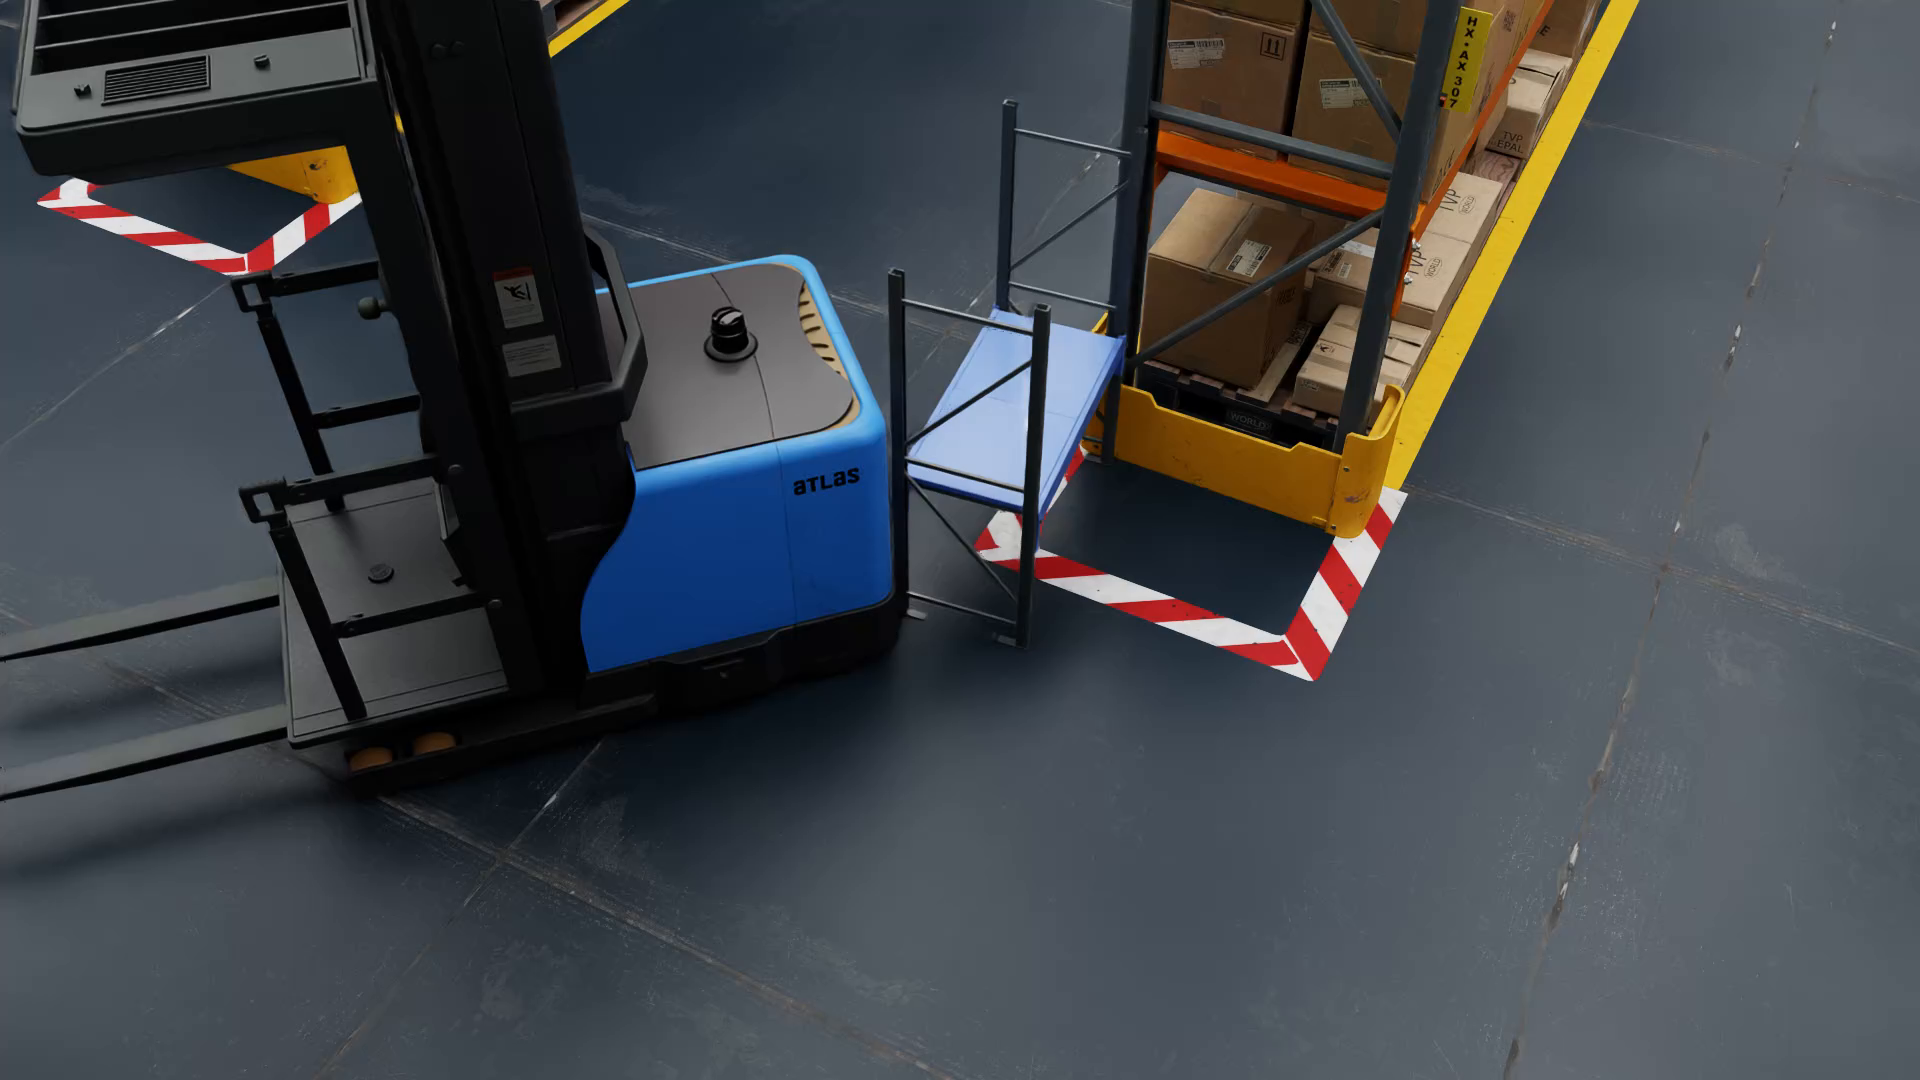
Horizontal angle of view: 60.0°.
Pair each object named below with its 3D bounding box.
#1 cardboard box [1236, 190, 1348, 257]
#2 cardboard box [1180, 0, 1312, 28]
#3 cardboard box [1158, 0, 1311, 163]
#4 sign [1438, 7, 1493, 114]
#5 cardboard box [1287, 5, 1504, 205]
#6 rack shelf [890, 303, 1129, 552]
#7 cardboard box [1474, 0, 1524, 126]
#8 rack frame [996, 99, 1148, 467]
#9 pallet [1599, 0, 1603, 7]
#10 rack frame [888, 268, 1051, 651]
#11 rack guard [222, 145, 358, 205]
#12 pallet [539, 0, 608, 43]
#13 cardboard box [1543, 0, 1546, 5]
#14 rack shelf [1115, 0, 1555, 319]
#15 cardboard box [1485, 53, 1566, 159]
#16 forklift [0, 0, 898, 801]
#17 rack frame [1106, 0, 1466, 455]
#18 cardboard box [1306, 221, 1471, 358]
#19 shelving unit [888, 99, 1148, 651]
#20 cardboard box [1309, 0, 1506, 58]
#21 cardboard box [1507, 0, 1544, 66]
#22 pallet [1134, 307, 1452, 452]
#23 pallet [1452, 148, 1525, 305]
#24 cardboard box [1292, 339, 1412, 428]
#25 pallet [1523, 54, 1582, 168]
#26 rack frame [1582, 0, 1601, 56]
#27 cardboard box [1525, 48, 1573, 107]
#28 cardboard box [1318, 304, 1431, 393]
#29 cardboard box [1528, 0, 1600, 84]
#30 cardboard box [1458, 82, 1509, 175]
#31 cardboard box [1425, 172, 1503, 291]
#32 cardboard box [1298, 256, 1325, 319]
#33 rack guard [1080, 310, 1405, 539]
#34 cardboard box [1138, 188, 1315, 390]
[{"bbox_3d":[1.517,-1.496,7.244,0.500,0.250,0.500,20,49,19],"label":"cardboard box"},{"bbox_3d":[0.978,-2.053,5.397,0.500,0.500,0.500,20,49,19],"label":"cardboard box"},{"bbox_3d":[0.982,-1.703,5.754,0.500,0.500,0.500,22,49,20],"label":"cardboard box"},{"bbox_3d":[1.496,-1.421,4.937,0.100,0.325,0.005,20,49,19],"label":"sign"},{"bbox_3d":[1.455,-1.523,5.576,0.500,0.500,0.500,21,49,20],"label":"cardboard box"},{"bbox_3d":[0.192,-0.421,5.860,0.538,0.185,1.000,15,47,14],"label":"rack shelf"},{"bbox_3d":[1.689,-1.850,5.899,0.500,0.500,0.500,20,49,19],"label":"cardboard box"},{"bbox_3d":[0.372,-0.885,6.066,0.500,1.500,0.032,15,47,14],"label":"rack frame"},{"bbox_3d":[3.216,-3.360,9.423,1.003,0.211,1.213,20,49,19],"label":"pallet"},{"bbox_3d":[0.016,-0.208,5.396,0.500,1.500,0.032,15,47,14],"label":"rack frame"},{"bbox_3d":[-3.370,-2.035,7.910,1.175,0.500,0.348,20,49,19],"label":"rack guard"},{"bbox_3d":[-2.386,-3.226,9.290,1.003,0.211,1.213,20,49,19],"label":"pallet"},{"bbox_3d":[2.158,-2.480,6.521,0.500,0.500,0.500,21,49,20],"label":"cardboard box"},{"bbox_3d":[1.943,-2.303,6.923,1.077,0.370,4.000,20,49,19],"label":"rack shelf"},{"bbox_3d":[2.510,-2.100,7.798,0.500,0.311,0.500,20,49,19],"label":"cardboard box"},{"bbox_3d":[-1.790,-0.622,4.804,3.031,2.935,1.130,-13,47,-13],"label":"forklift"},{"bbox_3d":[1.015,-1.296,5.422,1.000,3.000,0.127,20,49,19],"label":"rack frame"},{"bbox_3d":[1.751,-1.048,6.800,0.500,0.250,0.500,20,49,19],"label":"cardboard box"},{"bbox_3d":[0.194,-0.547,5.731,0.538,1.500,1.048,15,47,14],"label":"shelving unit"},{"bbox_3d":[1.455,-1.875,5.221,0.500,0.500,0.500,22,49,20],"label":"cardboard box"},{"bbox_3d":[1.925,-2.165,6.211,0.500,0.500,0.500,20,49,19],"label":"cardboard box"},{"bbox_3d":[1.420,-0.866,6.957,1.003,0.211,1.213,20,49,19],"label":"pallet"},{"bbox_3d":[1.987,-1.631,7.714,1.003,0.211,1.213,20,49,19],"label":"pallet"},{"bbox_3d":[1.514,-0.599,6.428,0.380,0.149,0.250,20,49,19],"label":"cardboard box"},{"bbox_3d":[2.552,-2.403,8.477,1.003,0.211,1.213,20,49,19],"label":"pallet"},{"bbox_3d":[2.872,-3.816,7.912,1.000,3.000,0.127,20,49,19],"label":"rack frame"},{"bbox_3d":[2.738,-2.259,8.069,0.380,0.149,0.250,20,49,19],"label":"cardboard box"},{"bbox_3d":[1.630,-0.762,6.577,0.380,0.166,0.250,20,49,19],"label":"cardboard box"},{"bbox_3d":[2.859,-2.639,8.197,0.500,0.500,0.500,20,49,19],"label":"cardboard box"},{"bbox_3d":[2.004,-1.907,7.472,0.797,0.503,0.637,20,49,19],"label":"cardboard box"},{"bbox_3d":[1.983,-1.363,7.112,0.500,0.250,0.500,20,49,19],"label":"cardboard box"},{"bbox_3d":[1.317,-1.104,6.915,0.380,0.166,0.250,20,49,19],"label":"cardboard box"},{"bbox_3d":[1.050,-0.465,6.358,1.175,0.500,0.348,20,49,19],"label":"rack guard"},{"bbox_3d":[1.049,-0.996,6.573,0.500,0.500,0.500,20,49,19],"label":"cardboard box"}]
